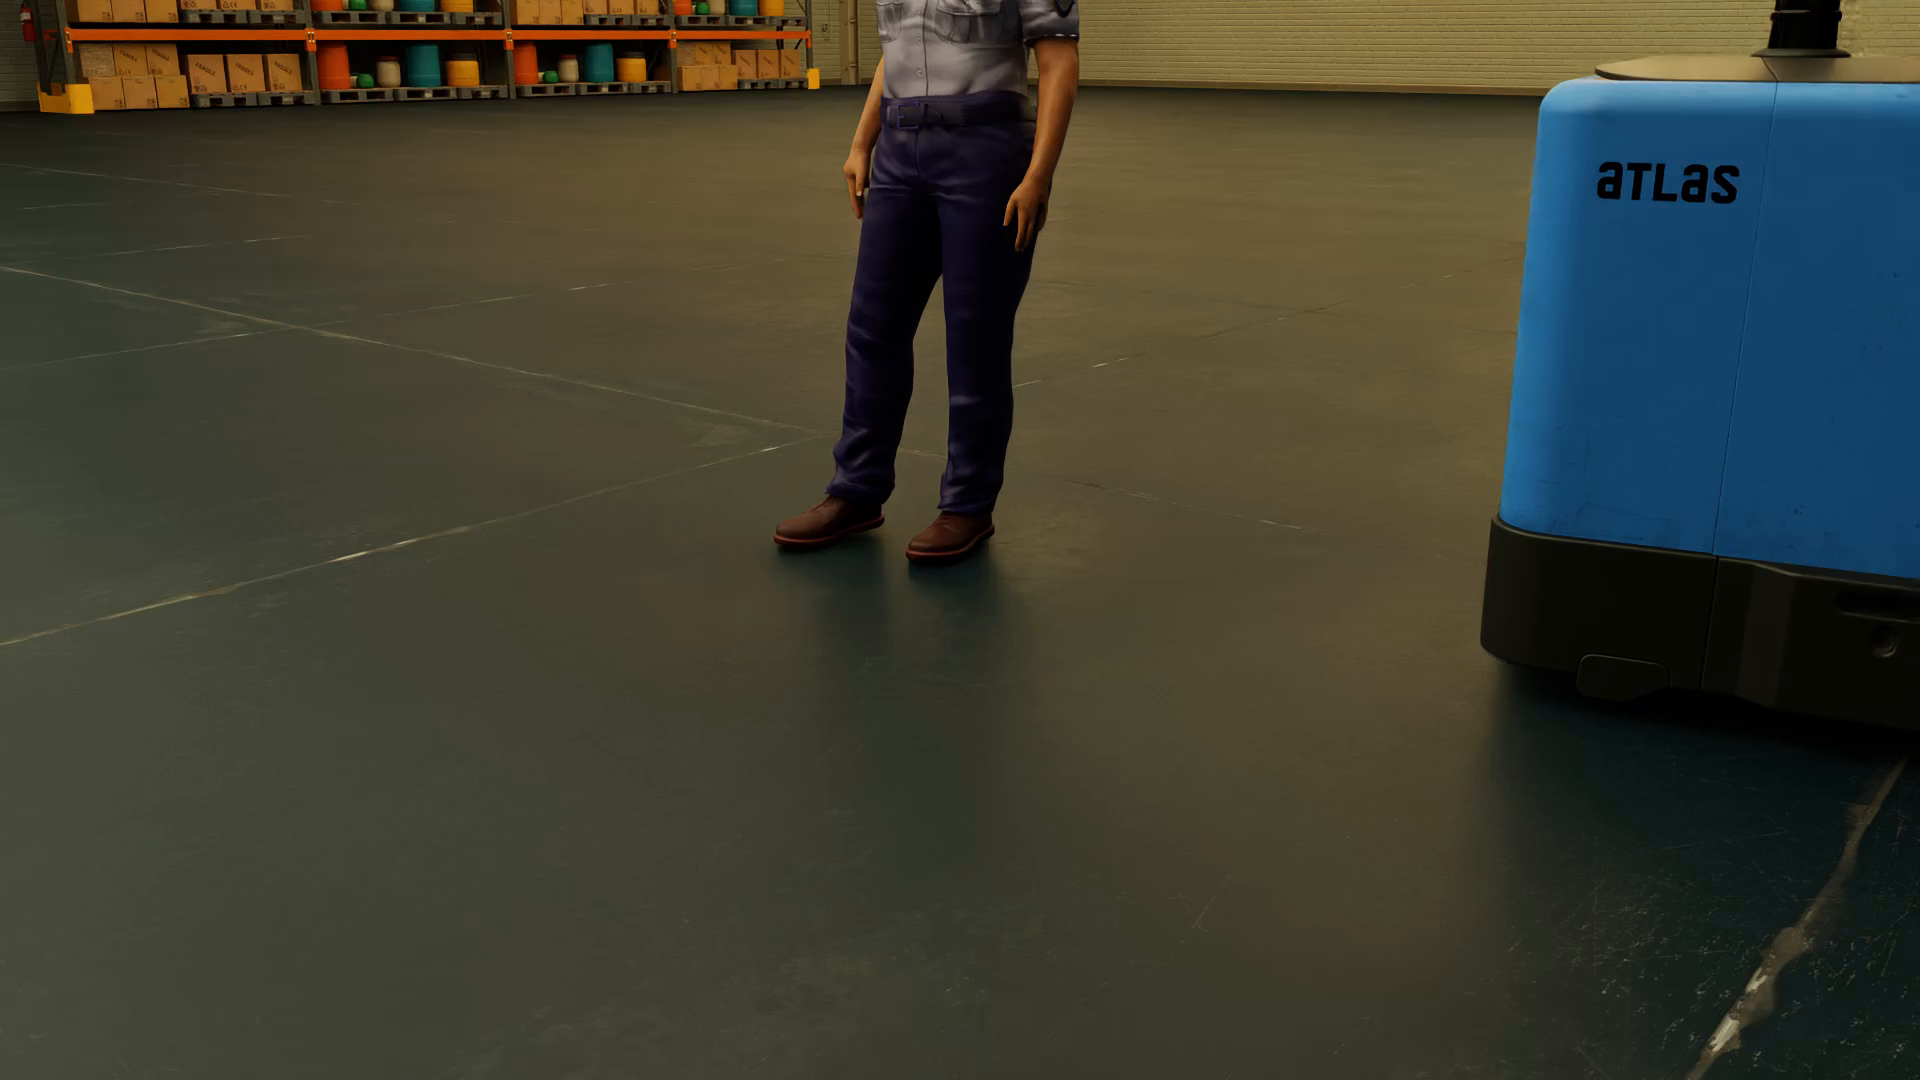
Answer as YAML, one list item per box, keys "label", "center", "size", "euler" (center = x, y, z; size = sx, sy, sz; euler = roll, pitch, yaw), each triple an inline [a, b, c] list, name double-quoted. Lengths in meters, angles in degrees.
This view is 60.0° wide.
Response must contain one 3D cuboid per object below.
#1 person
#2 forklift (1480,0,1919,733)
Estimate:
- label: "person"
  center: [-0.074, -0.780, 3.648]
  size: [0.599, 1.650, 0.503]
  euler: [13, 21, 37]
- label: "forklift"
  center: [2.513, -1.068, 2.416]
  size: [3.031, 2.935, 1.130]
  euler: [8, 19, 24]
